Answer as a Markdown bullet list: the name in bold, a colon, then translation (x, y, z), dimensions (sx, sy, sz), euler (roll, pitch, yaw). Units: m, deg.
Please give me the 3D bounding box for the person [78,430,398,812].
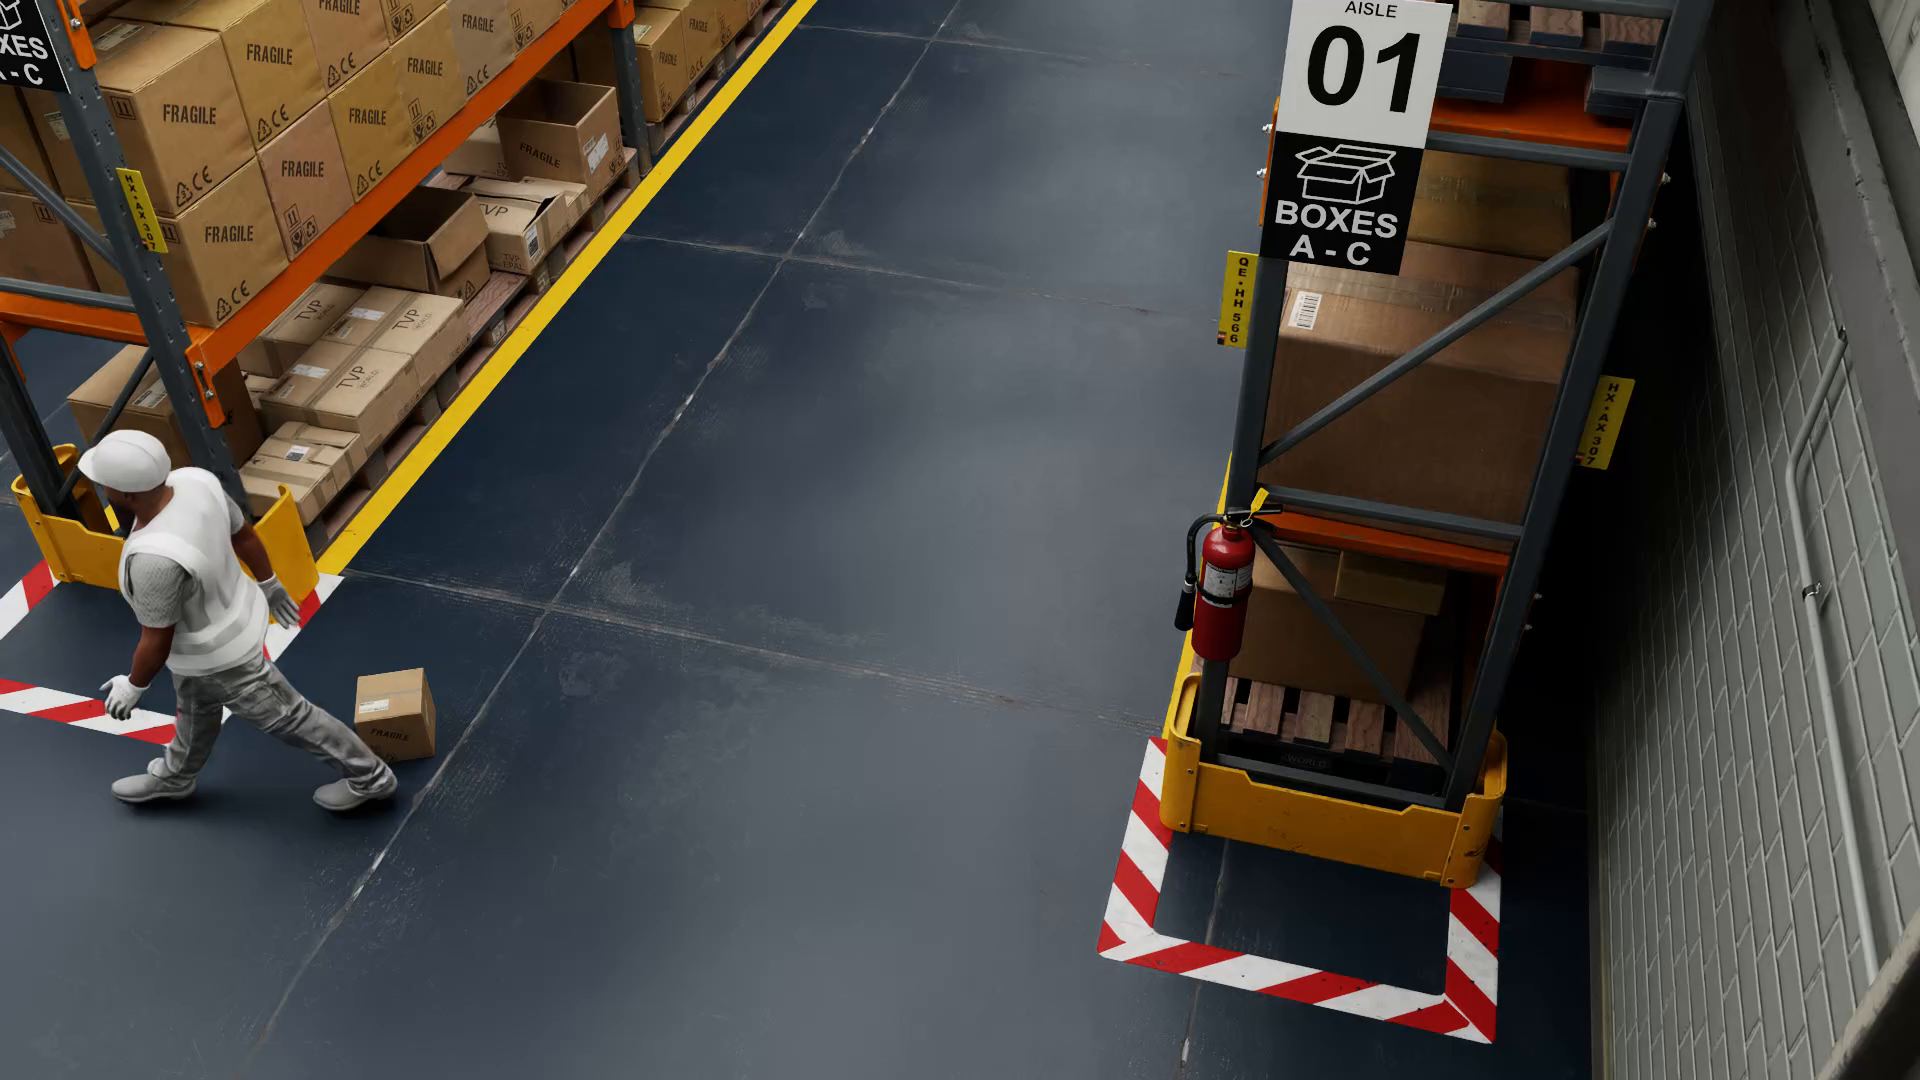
- **person**: translation (-2.665, 0.333, 5.733), dimensions (1.067, 1.714, 0.582), euler (-6, 41, -7)
